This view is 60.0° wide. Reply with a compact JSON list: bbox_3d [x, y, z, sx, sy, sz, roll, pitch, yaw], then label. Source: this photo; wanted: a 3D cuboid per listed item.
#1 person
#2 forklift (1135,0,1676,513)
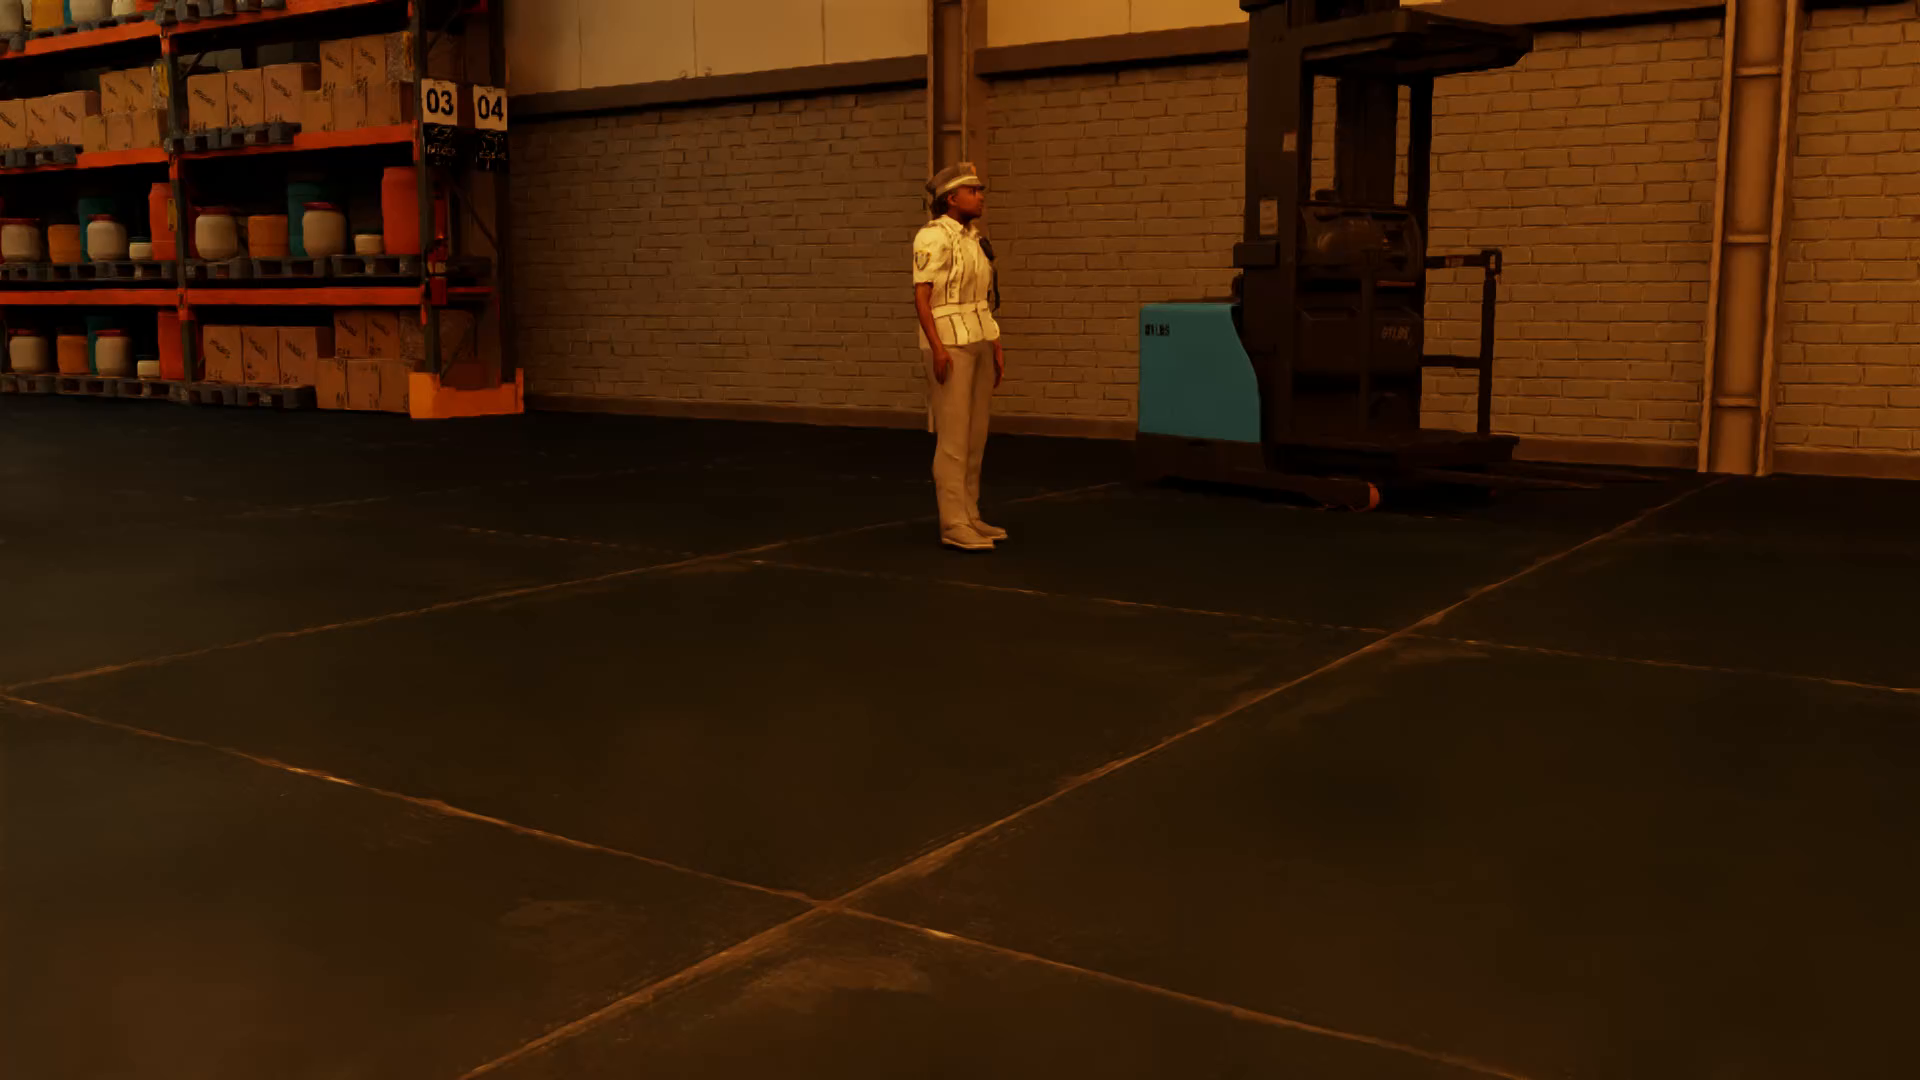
[{"bbox_3d":[0.051,-0.838,7.426,0.529,1.695,0.570,5,10,34],"label":"person"},{"bbox_3d":[2.324,-1.668,8.923,1.130,2.935,3.031,-6,10,-36],"label":"forklift"}]
